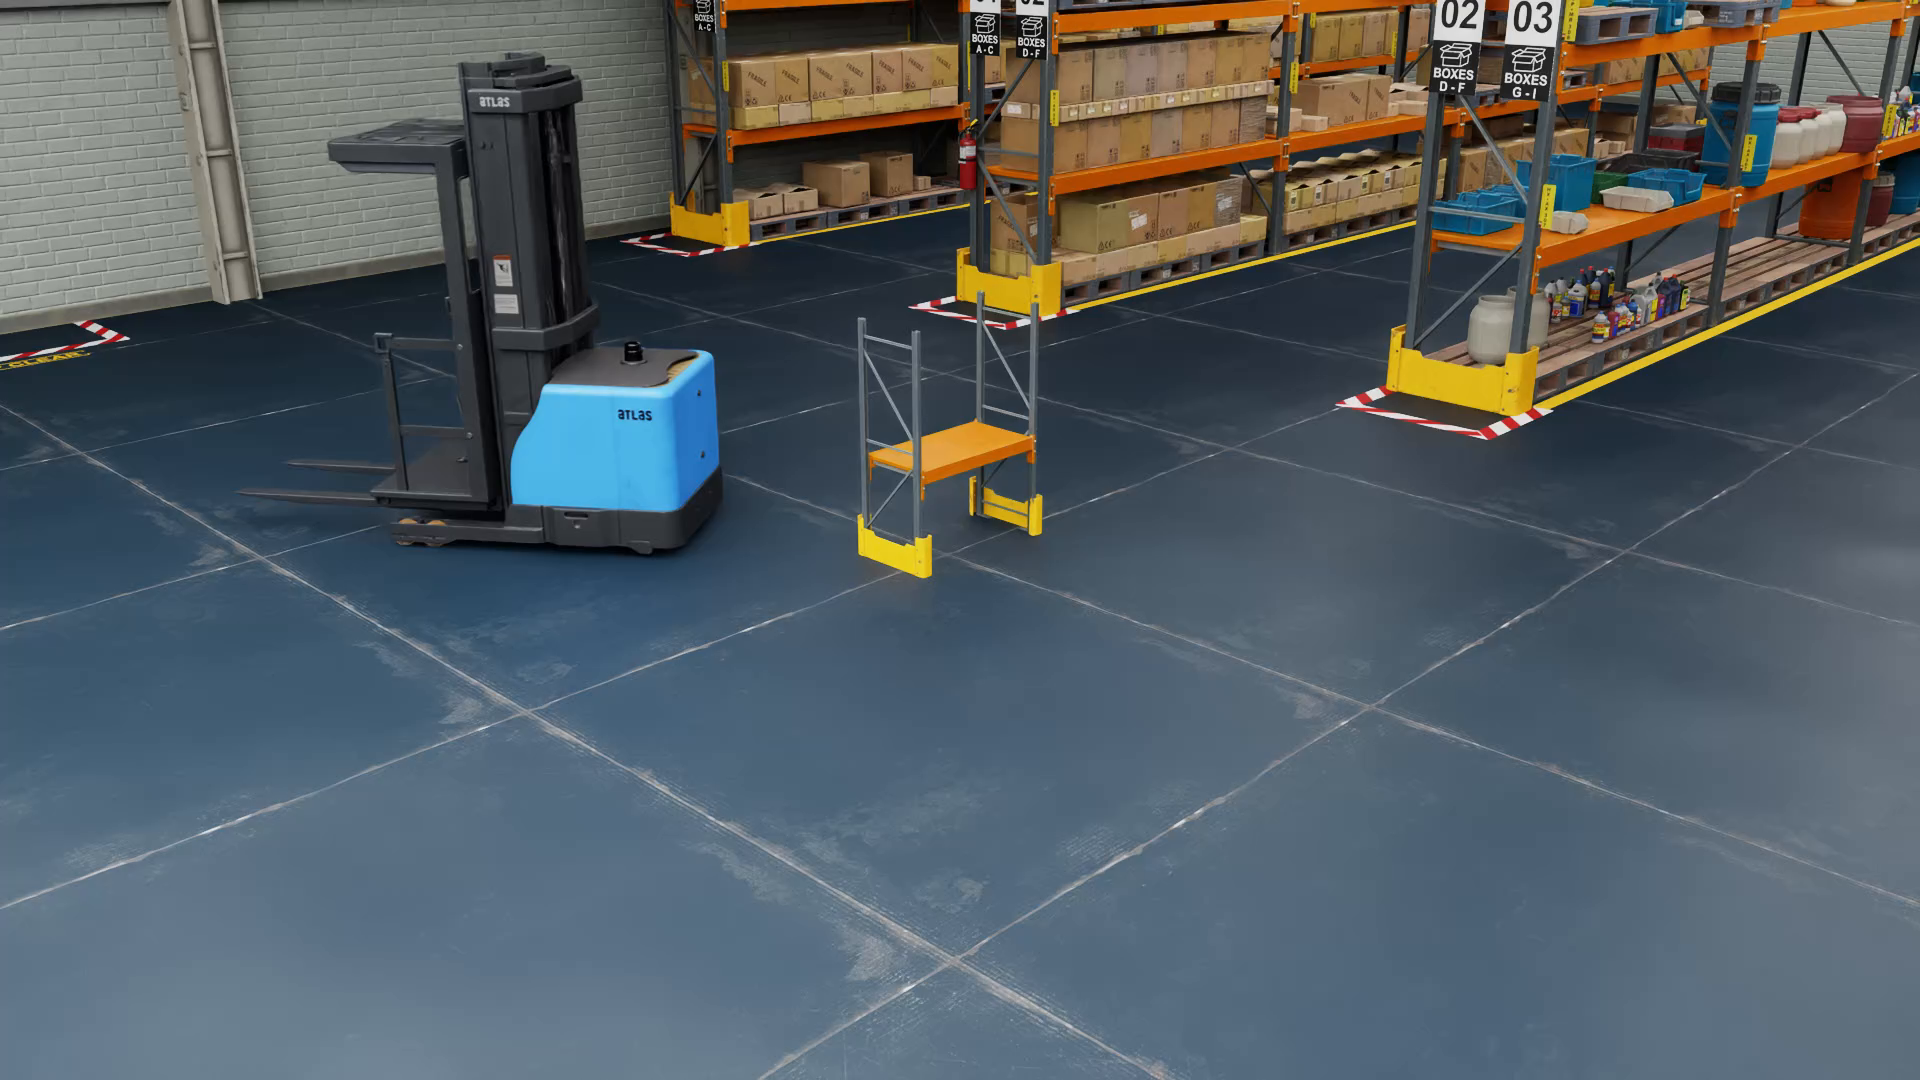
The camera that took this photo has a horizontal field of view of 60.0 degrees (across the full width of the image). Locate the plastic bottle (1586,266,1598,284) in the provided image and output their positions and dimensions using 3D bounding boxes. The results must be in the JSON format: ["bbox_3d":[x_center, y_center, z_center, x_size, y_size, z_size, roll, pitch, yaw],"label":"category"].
[{"bbox_3d":[5.973,-2.420,15.769,0.185,0.351,0.144,-19,28,-41],"label":"plastic bottle"}]

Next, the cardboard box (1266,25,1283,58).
[{"bbox_3d":[4.826,-7.970,26.548,0.500,0.500,0.500,20,28,41],"label":"cardboard box"}]

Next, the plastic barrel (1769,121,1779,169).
[{"bbox_3d":[7.658,-3.809,16.115,0.433,0.535,0.433,0,21,0],"label":"plastic barrel"}]

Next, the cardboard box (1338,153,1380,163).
[{"bbox_3d":[5.141,-4.800,21.347,0.500,0.311,0.500,18,28,39],"label":"cardboard box"}]

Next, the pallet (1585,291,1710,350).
[{"bbox_3d":[6.335,-2.091,15.720,1.003,0.211,1.213,19,28,41],"label":"pallet"}]

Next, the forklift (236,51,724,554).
[{"bbox_3d":[-3.140,-1.506,10.408,3.031,2.935,1.130,3,21,8],"label":"forklift"}]

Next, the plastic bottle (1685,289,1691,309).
[{"bbox_3d":[6.804,-2.283,15.620,0.097,0.201,0.097,0,21,0],"label":"plastic bottle"}]

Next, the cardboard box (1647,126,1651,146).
[{"bbox_3d":[10.771,-6.364,26.170,0.500,0.250,0.500,19,28,41],"label":"cardboard box"}]

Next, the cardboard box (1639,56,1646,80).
[{"bbox_3d":[10.124,-7.222,25.043,0.500,0.500,0.500,19,28,40],"label":"cardboard box"}]

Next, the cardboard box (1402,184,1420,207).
[{"bbox_3d":[5.528,-4.407,21.105,0.500,0.250,0.500,19,28,40],"label":"cardboard box"}]

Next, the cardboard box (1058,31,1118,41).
[{"bbox_3d":[1.834,-7.041,23.959,0.700,0.500,0.500,16,26,36],"label":"cardboard box"}]

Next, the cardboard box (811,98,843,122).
[{"bbox_3d":[-1.776,-5.258,20.254,0.500,0.250,0.500,19,28,40],"label":"cardboard box"}]

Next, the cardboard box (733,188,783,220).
[{"bbox_3d":[-2.508,-4.112,20.226,0.500,0.311,0.500,15,26,35],"label":"cardboard box"}]

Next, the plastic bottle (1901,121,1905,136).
[{"bbox_3d":[10.674,-4.697,18.890,0.097,0.201,0.097,0,21,0],"label":"plastic bottle"}]

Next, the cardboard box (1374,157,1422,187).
[{"bbox_3d":[5.531,-4.666,21.000,0.500,0.311,0.500,19,28,40],"label":"cardboard box"}]

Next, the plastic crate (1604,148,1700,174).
[{"bbox_3d":[6.377,-3.423,15.386,0.767,0.338,0.504,19,28,41],"label":"plastic crate"}]

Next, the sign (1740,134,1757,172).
[{"bbox_3d":[7.220,-3.543,15.227,0.100,0.325,0.005,19,28,41],"label":"sign"}]

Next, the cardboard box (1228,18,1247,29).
[{"bbox_3d":[4.099,-8.060,25.737,0.500,0.250,0.500,19,28,40],"label":"cardboard box"}]

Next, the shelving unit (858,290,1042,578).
[{"bbox_3d":[-0.053,-0.680,10.255,0.587,1.500,1.083,19,28,41],"label":"shelving unit"}]

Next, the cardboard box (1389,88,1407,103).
[{"bbox_3d":[5.315,-5.601,21.089,0.500,0.311,0.500,19,28,40],"label":"cardboard box"}]

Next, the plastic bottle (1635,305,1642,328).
[{"bbox_3d":[6.052,-2.006,14.900,0.097,0.201,0.097,0,21,0],"label":"plastic bottle"}]

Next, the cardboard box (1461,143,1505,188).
[{"bbox_3d":[6.961,-5.044,22.387,0.500,0.500,0.500,18,27,39],"label":"cardboard box"}]

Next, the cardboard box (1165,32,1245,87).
[{"bbox_3d":[2.630,-5.202,17.980,0.700,0.500,0.500,19,28,41],"label":"cardboard box"}]

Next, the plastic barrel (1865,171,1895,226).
[{"bbox_3d":[10.741,-4.074,19.768,0.600,0.588,0.708,19,28,41],"label":"plastic barrel"}]

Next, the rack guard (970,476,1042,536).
[{"bbox_3d":[0.294,-0.225,10.812,0.587,0.250,0.087,19,28,41],"label":"rack guard"}]

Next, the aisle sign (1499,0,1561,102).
[{"bbox_3d":[4.203,-3.648,12.262,0.394,0.787,0.004,19,28,41],"label":"aisle sign"}]

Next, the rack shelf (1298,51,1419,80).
[{"bbox_3d":[6.711,-8.269,28.910,1.077,0.370,4.000,19,28,41],"label":"rack shelf"}]

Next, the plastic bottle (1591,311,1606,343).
[{"bbox_3d":[5.531,-1.846,14.387,0.097,0.271,0.097,0,21,0],"label":"plastic bottle"}]

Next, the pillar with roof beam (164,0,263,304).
[{"bbox_3d":[-4.288,-5.583,12.557,9.100,9.000,0.400,19,28,41],"label":"pillar with roof beam"}]

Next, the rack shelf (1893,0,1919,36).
[{"bbox_3d":[11.019,-6.161,19.246,1.077,0.370,4.000,19,28,41],"label":"rack shelf"}]

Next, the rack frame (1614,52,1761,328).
[{"bbox_3d":[6.833,-3.555,15.642,1.000,3.000,0.127,19,28,41],"label":"rack frame"}]

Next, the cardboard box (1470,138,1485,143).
[{"bbox_3d":[6.923,-5.294,23.039,0.500,0.500,0.500,18,27,39],"label":"cardboard box"}]

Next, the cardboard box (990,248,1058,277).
[{"bbox_3d":[0.659,-2.892,17.164,0.500,0.250,0.500,19,28,41],"label":"cardboard box"}]

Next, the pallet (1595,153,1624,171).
[{"bbox_3d":[9.348,-5.726,25.179,1.003,0.211,1.213,19,28,41],"label":"pallet"}]

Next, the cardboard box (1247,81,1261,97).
[{"bbox_3d":[3.077,-4.958,18.250,0.380,0.149,0.250,19,28,40],"label":"cardboard box"}]

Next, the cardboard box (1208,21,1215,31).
[{"bbox_3d":[3.747,-7.927,25.392,0.500,0.250,0.500,20,28,41],"label":"cardboard box"}]

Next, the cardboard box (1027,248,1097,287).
[{"bbox_3d":[1.030,-2.762,16.827,0.500,0.250,0.500,19,28,41],"label":"cardboard box"}]

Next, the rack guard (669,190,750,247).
[{"bbox_3d":[-3.002,-3.859,19.917,1.175,0.500,0.348,19,28,41],"label":"rack guard"}]

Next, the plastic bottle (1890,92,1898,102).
[{"bbox_3d":[11.563,-5.436,20.708,0.152,0.276,0.135,19,28,41],"label":"plastic bottle"}]

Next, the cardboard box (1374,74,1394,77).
[{"bbox_3d":[7.634,-8.328,30.056,0.380,0.149,0.250,20,28,41],"label":"cardboard box"}]

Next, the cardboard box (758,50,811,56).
[{"bbox_3d":[-2.163,-5.731,20.439,0.500,0.500,0.500,18,28,39],"label":"cardboard box"}]

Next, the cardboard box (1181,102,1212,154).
[{"bbox_3d":[2.266,-4.461,17.861,0.500,0.500,0.700,-20,28,-41],"label":"cardboard box"}]

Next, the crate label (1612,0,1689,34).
[{"bbox_3d":[5.585,-4.256,13.492,0.502,0.251,0.408,19,28,41],"label":"crate label"}]

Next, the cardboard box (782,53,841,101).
[{"bbox_3d":[-1.790,-5.599,20.096,0.500,0.500,0.500,18,27,39],"label":"cardboard box"}]

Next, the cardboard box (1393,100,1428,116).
[{"bbox_3d":[5.648,-5.406,20.809,0.380,0.149,0.250,19,28,41],"label":"cardboard box"}]

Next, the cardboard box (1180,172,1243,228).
[{"bbox_3d":[2.763,-3.759,18.374,0.500,0.500,0.500,19,28,41],"label":"cardboard box"}]

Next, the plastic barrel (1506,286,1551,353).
[{"bbox_3d":[4.797,-1.878,14.163,0.421,0.512,0.421,0,21,0],"label":"plastic barrel"}]

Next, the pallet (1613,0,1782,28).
[{"bbox_3d":[6.400,-4.657,14.592,1.213,0.211,1.003,19,28,41],"label":"pallet"}]

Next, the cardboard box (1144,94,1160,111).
[{"bbox_3d":[1.822,-4.495,17.045,0.380,0.149,0.250,19,28,40],"label":"cardboard box"}]

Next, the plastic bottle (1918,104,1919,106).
[{"bbox_3d":[11.239,-4.987,19.437,0.144,0.351,0.185,19,28,41],"label":"plastic bottle"}]

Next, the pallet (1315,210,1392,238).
[{"bbox_3d":[4.624,-4.008,20.708,1.003,0.211,1.213,19,28,41],"label":"pallet"}]

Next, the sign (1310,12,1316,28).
[{"bbox_3d":[5.712,-8.461,26.903,0.100,0.325,0.005,19,28,41],"label":"sign"}]

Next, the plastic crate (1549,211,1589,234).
[{"bbox_3d":[4.898,-2.553,13.403,0.298,0.136,0.250,19,28,41],"label":"plastic crate"}]

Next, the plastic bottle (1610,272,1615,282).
[{"bbox_3d":[6.168,-2.404,15.820,0.061,0.283,0.133,19,28,41],"label":"plastic bottle"}]

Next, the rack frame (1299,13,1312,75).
[{"bbox_3d":[5.316,-8.091,27.443,1.000,3.000,0.127,19,28,41],"label":"rack frame"}]
